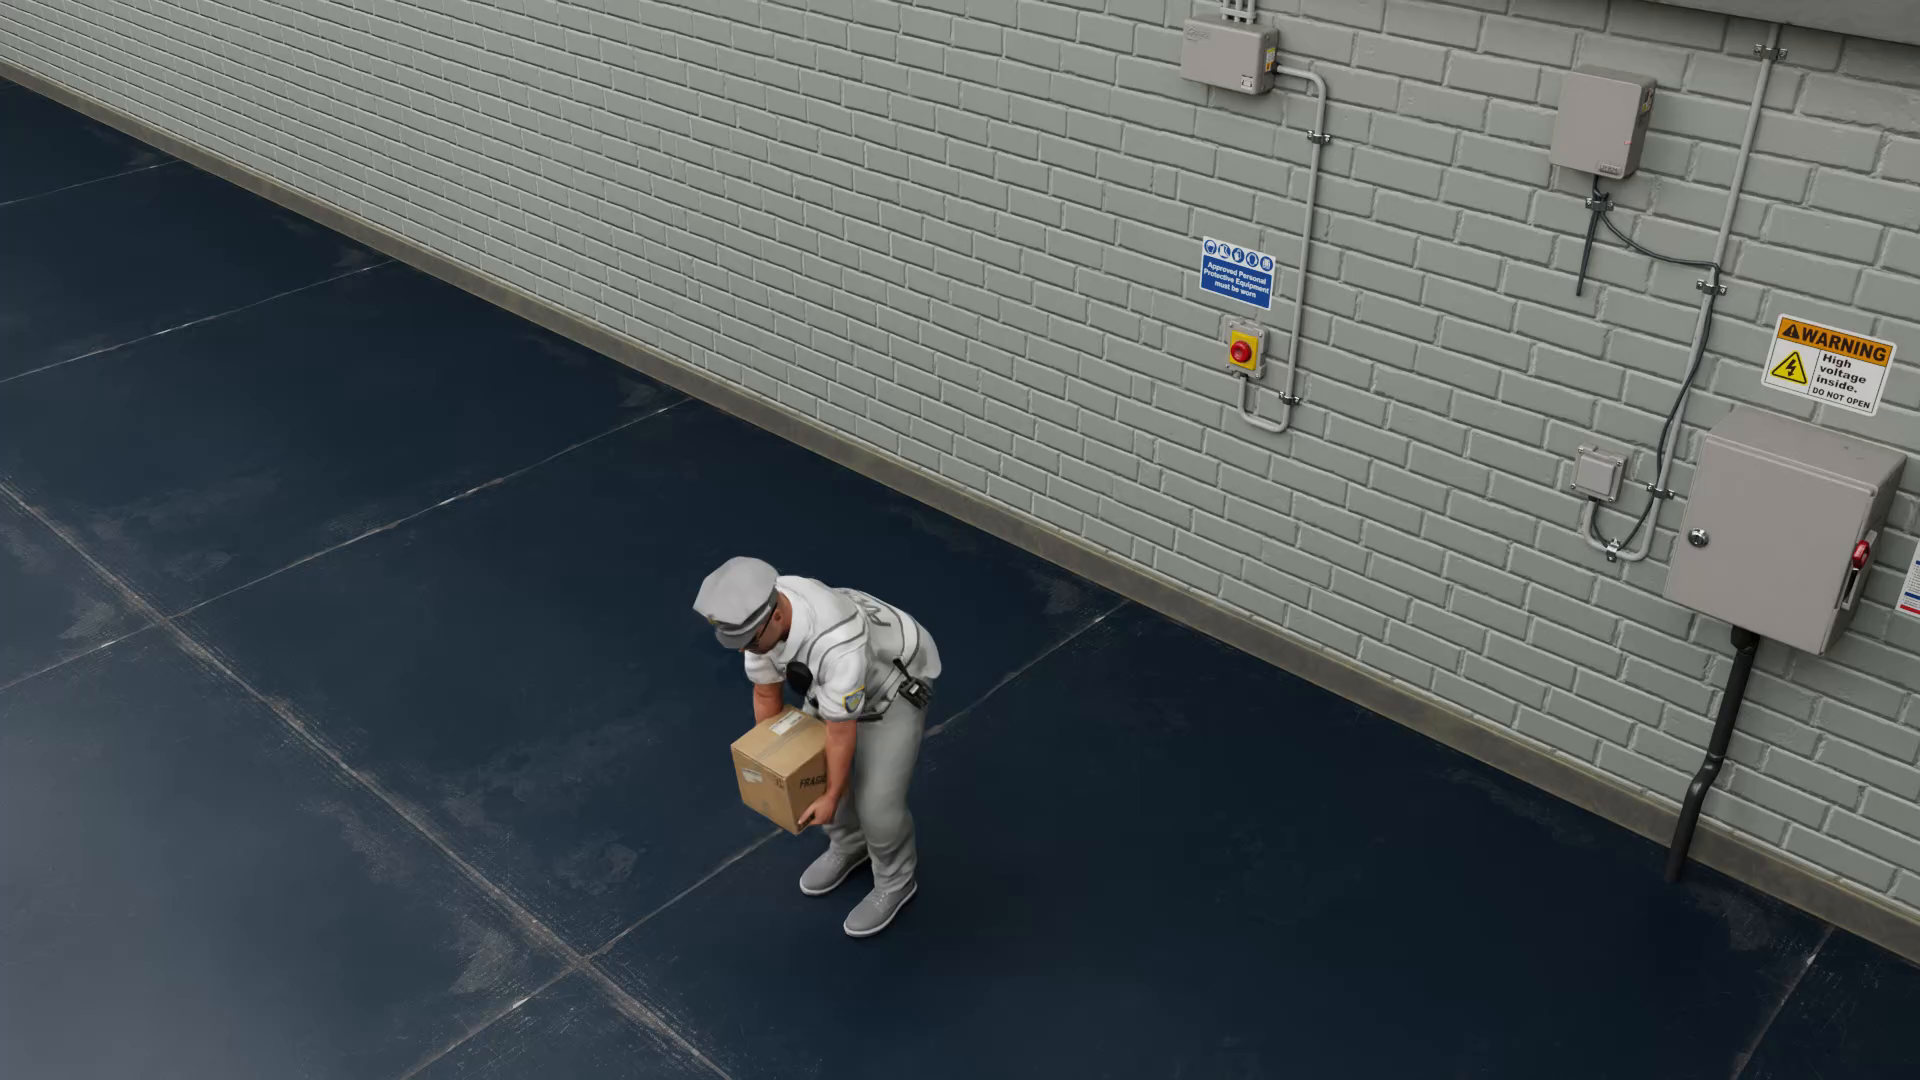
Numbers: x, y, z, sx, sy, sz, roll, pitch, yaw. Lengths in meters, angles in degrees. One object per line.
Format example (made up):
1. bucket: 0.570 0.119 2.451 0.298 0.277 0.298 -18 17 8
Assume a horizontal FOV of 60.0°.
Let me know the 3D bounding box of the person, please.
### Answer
1. person: -0.435 0.630 5.297 0.478 1.538 0.861 24 39 34
